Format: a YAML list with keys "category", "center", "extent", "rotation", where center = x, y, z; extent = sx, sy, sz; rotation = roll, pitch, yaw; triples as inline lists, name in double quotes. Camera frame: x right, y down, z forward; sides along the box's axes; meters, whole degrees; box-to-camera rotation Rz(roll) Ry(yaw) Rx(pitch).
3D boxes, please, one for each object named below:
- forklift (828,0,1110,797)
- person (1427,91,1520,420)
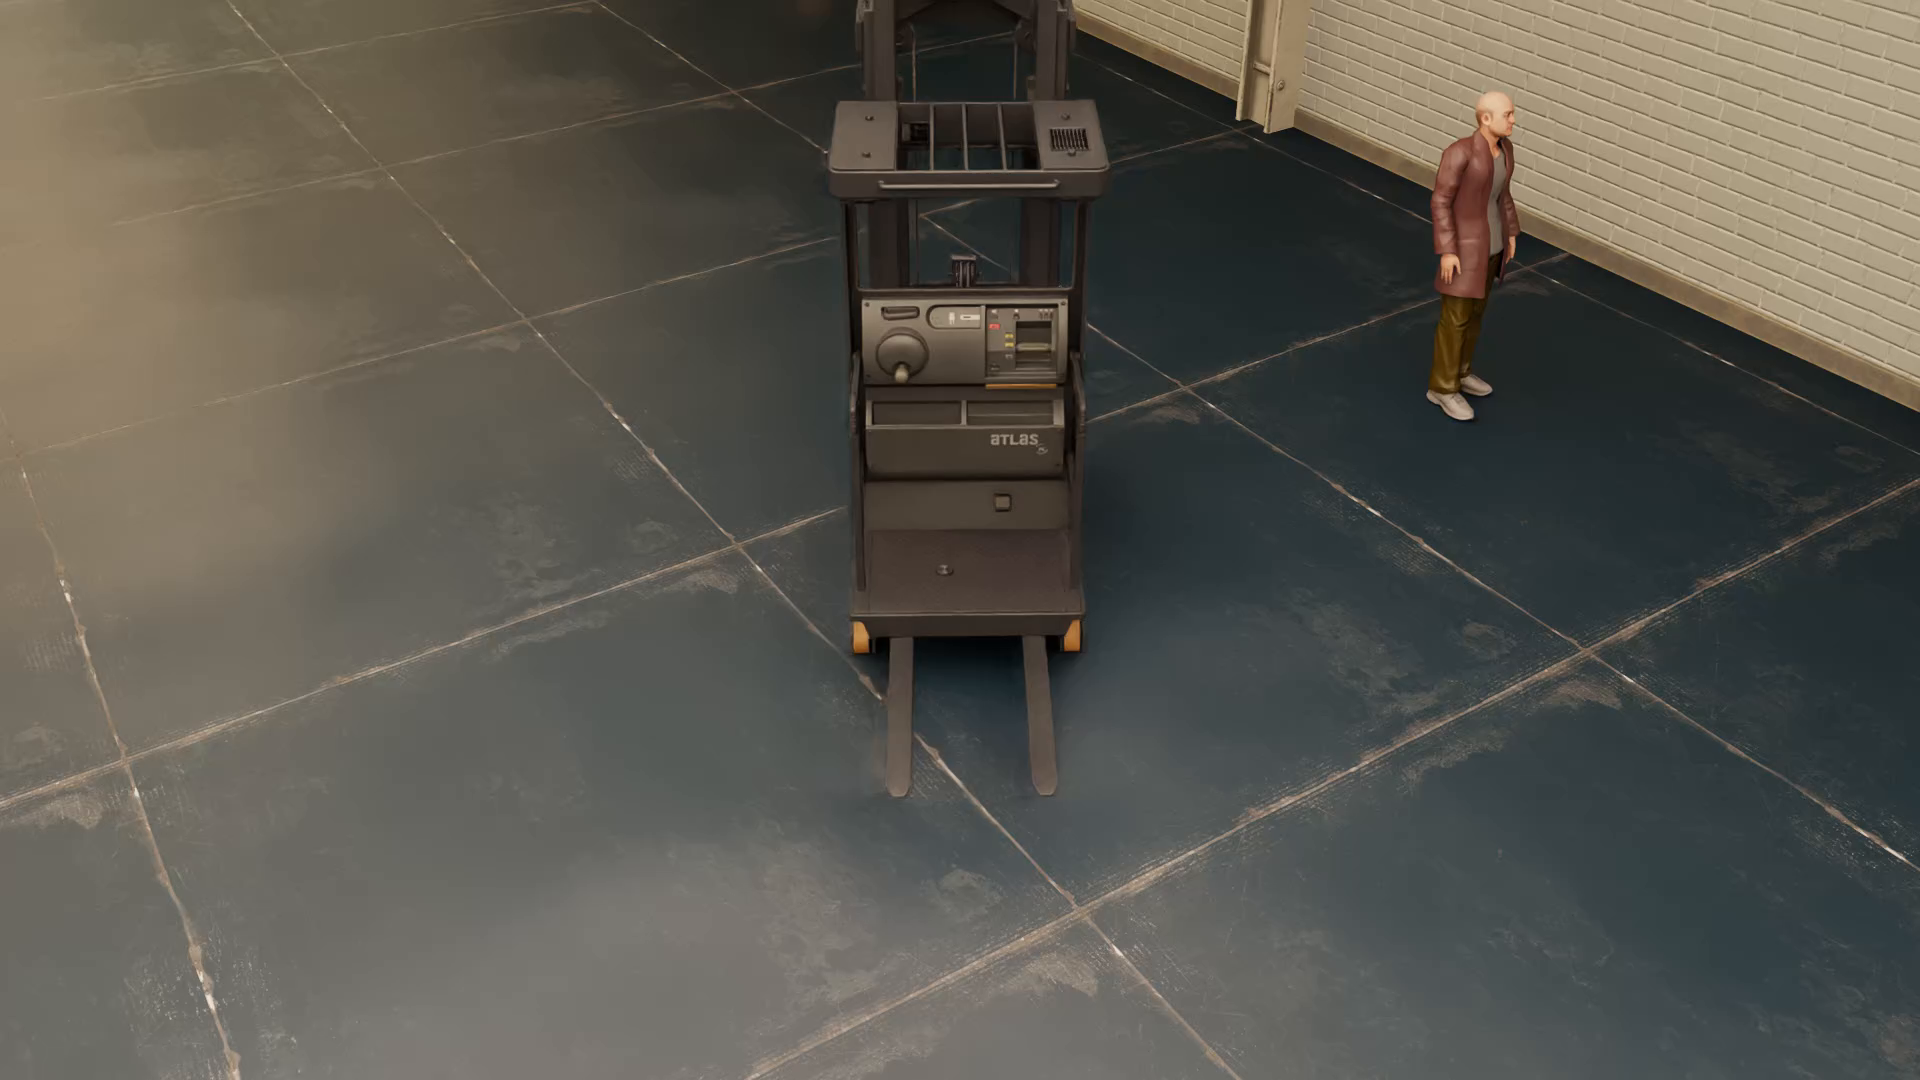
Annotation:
- category: "forklift"
  center: [0.029, -0.839, 7.342]
  extent: [1.130, 2.935, 3.031]
  rotation: [0, 35, -1]
- category: "person"
  center: [2.999, -1.629, 9.457]
  extent: [0.696, 1.777, 0.583]
  rotation: [-25, 42, -31]
